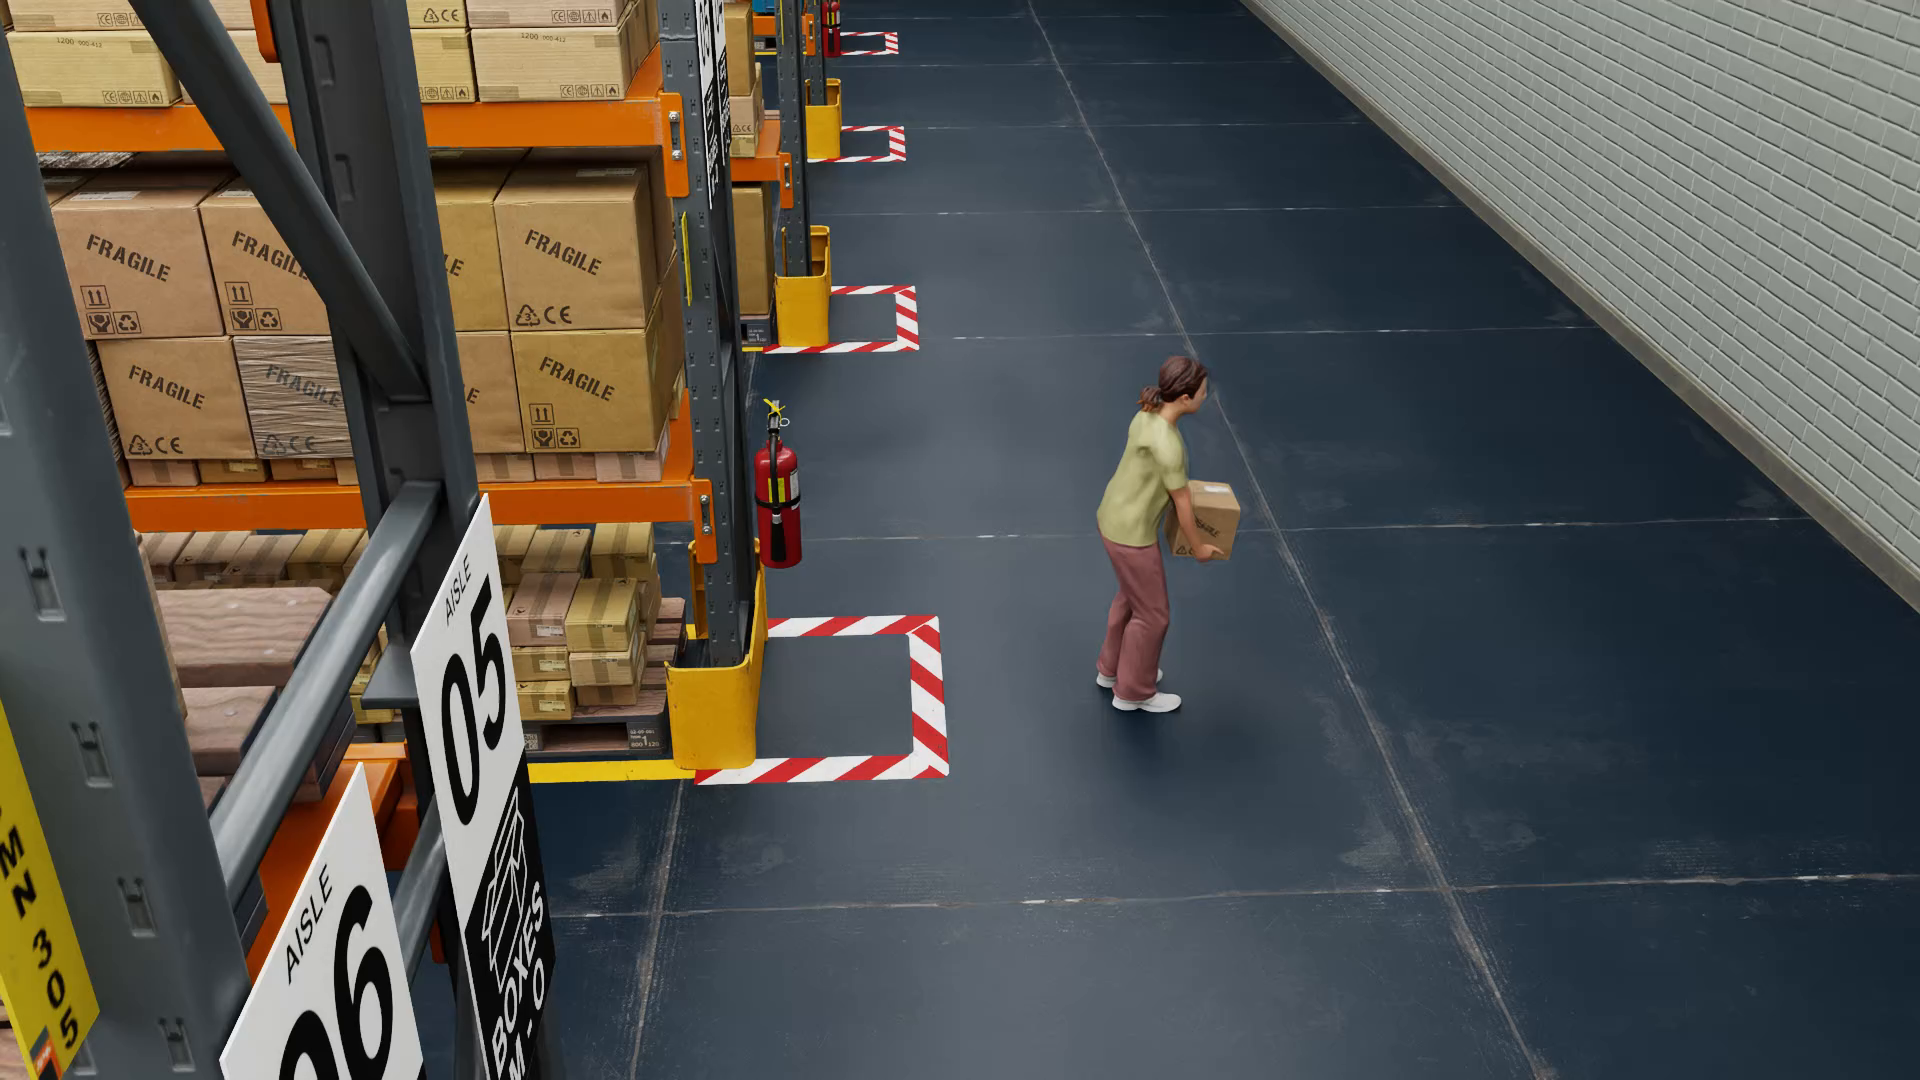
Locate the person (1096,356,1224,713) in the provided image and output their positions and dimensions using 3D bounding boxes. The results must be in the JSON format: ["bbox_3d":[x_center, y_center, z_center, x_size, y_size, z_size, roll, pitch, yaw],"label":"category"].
[{"bbox_3d":[0.857,0.079,7.263,0.527,1.409,0.406,-2,28,-4],"label":"person"}]
